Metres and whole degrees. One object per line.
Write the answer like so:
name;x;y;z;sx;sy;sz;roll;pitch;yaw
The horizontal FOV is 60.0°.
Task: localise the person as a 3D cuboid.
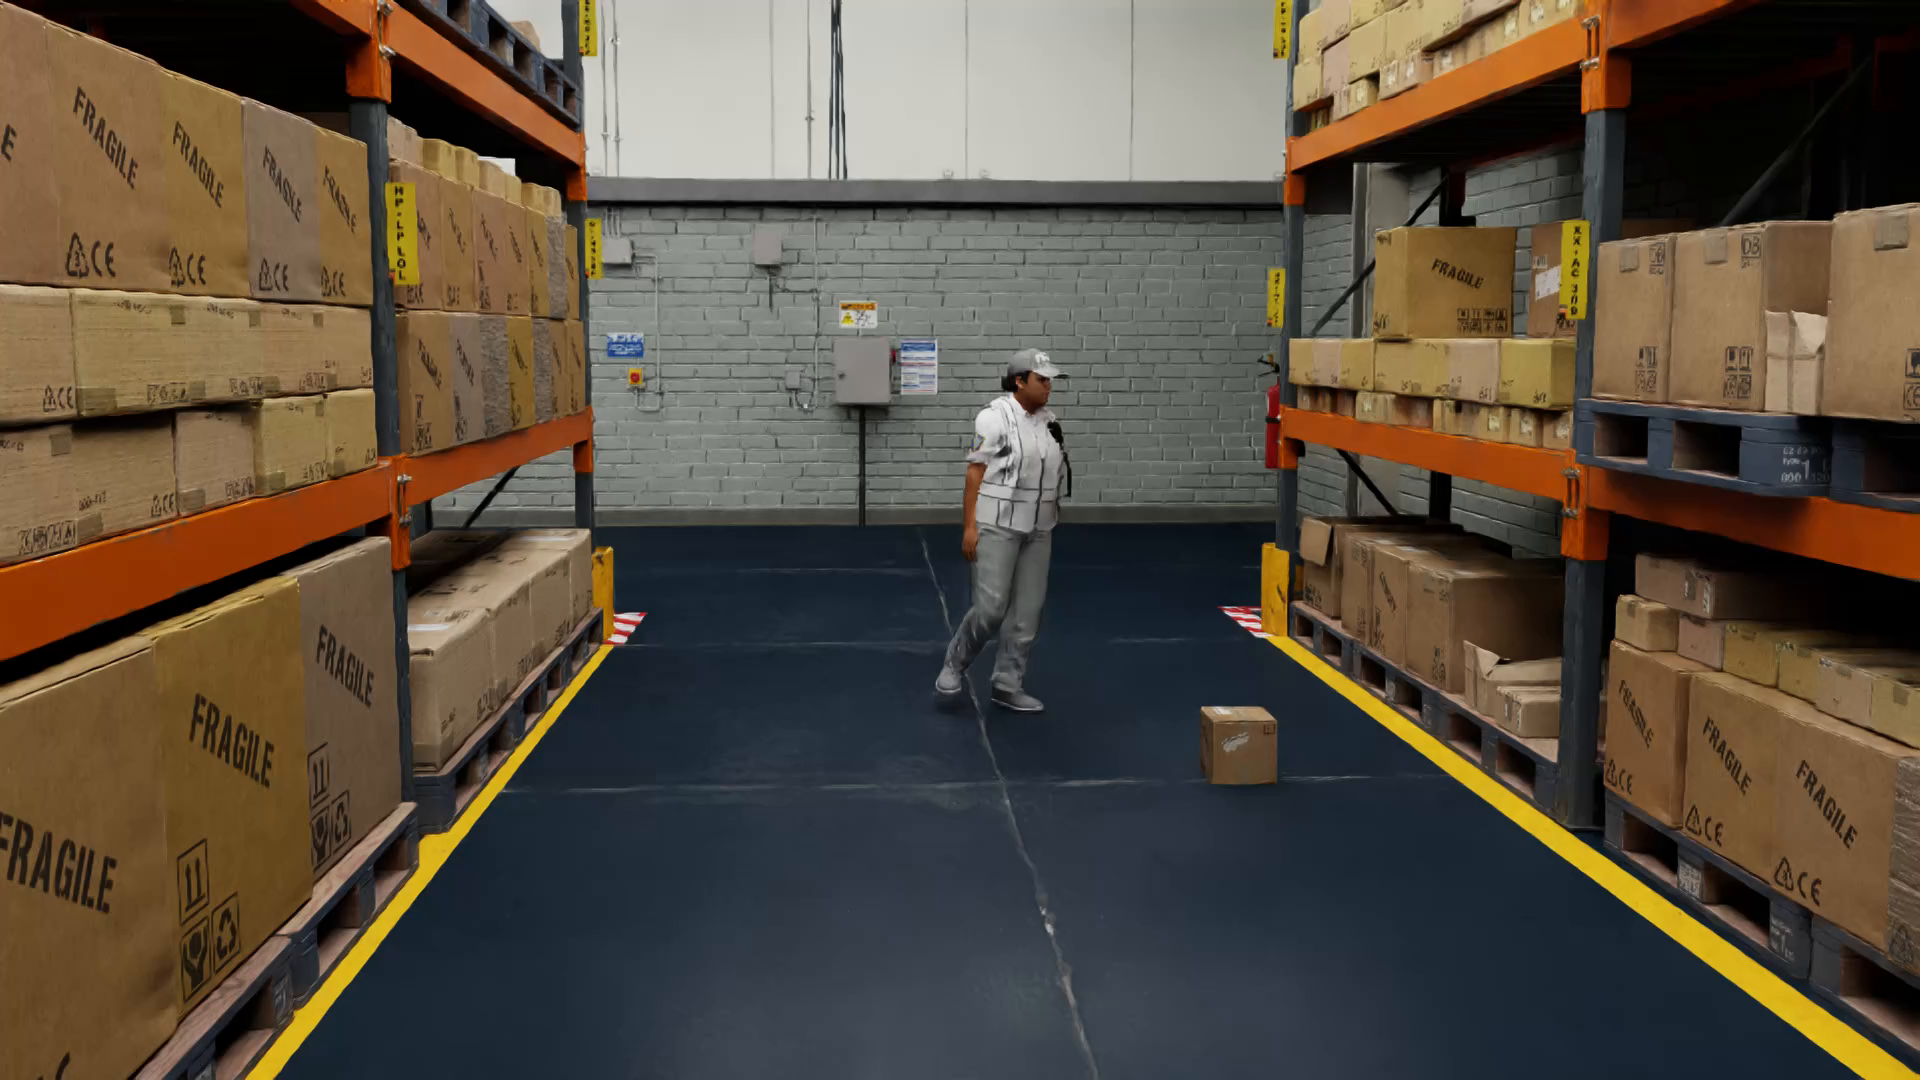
person;0.194;-0.044;7.610;0.556;1.655;0.576;-6;9;-39
